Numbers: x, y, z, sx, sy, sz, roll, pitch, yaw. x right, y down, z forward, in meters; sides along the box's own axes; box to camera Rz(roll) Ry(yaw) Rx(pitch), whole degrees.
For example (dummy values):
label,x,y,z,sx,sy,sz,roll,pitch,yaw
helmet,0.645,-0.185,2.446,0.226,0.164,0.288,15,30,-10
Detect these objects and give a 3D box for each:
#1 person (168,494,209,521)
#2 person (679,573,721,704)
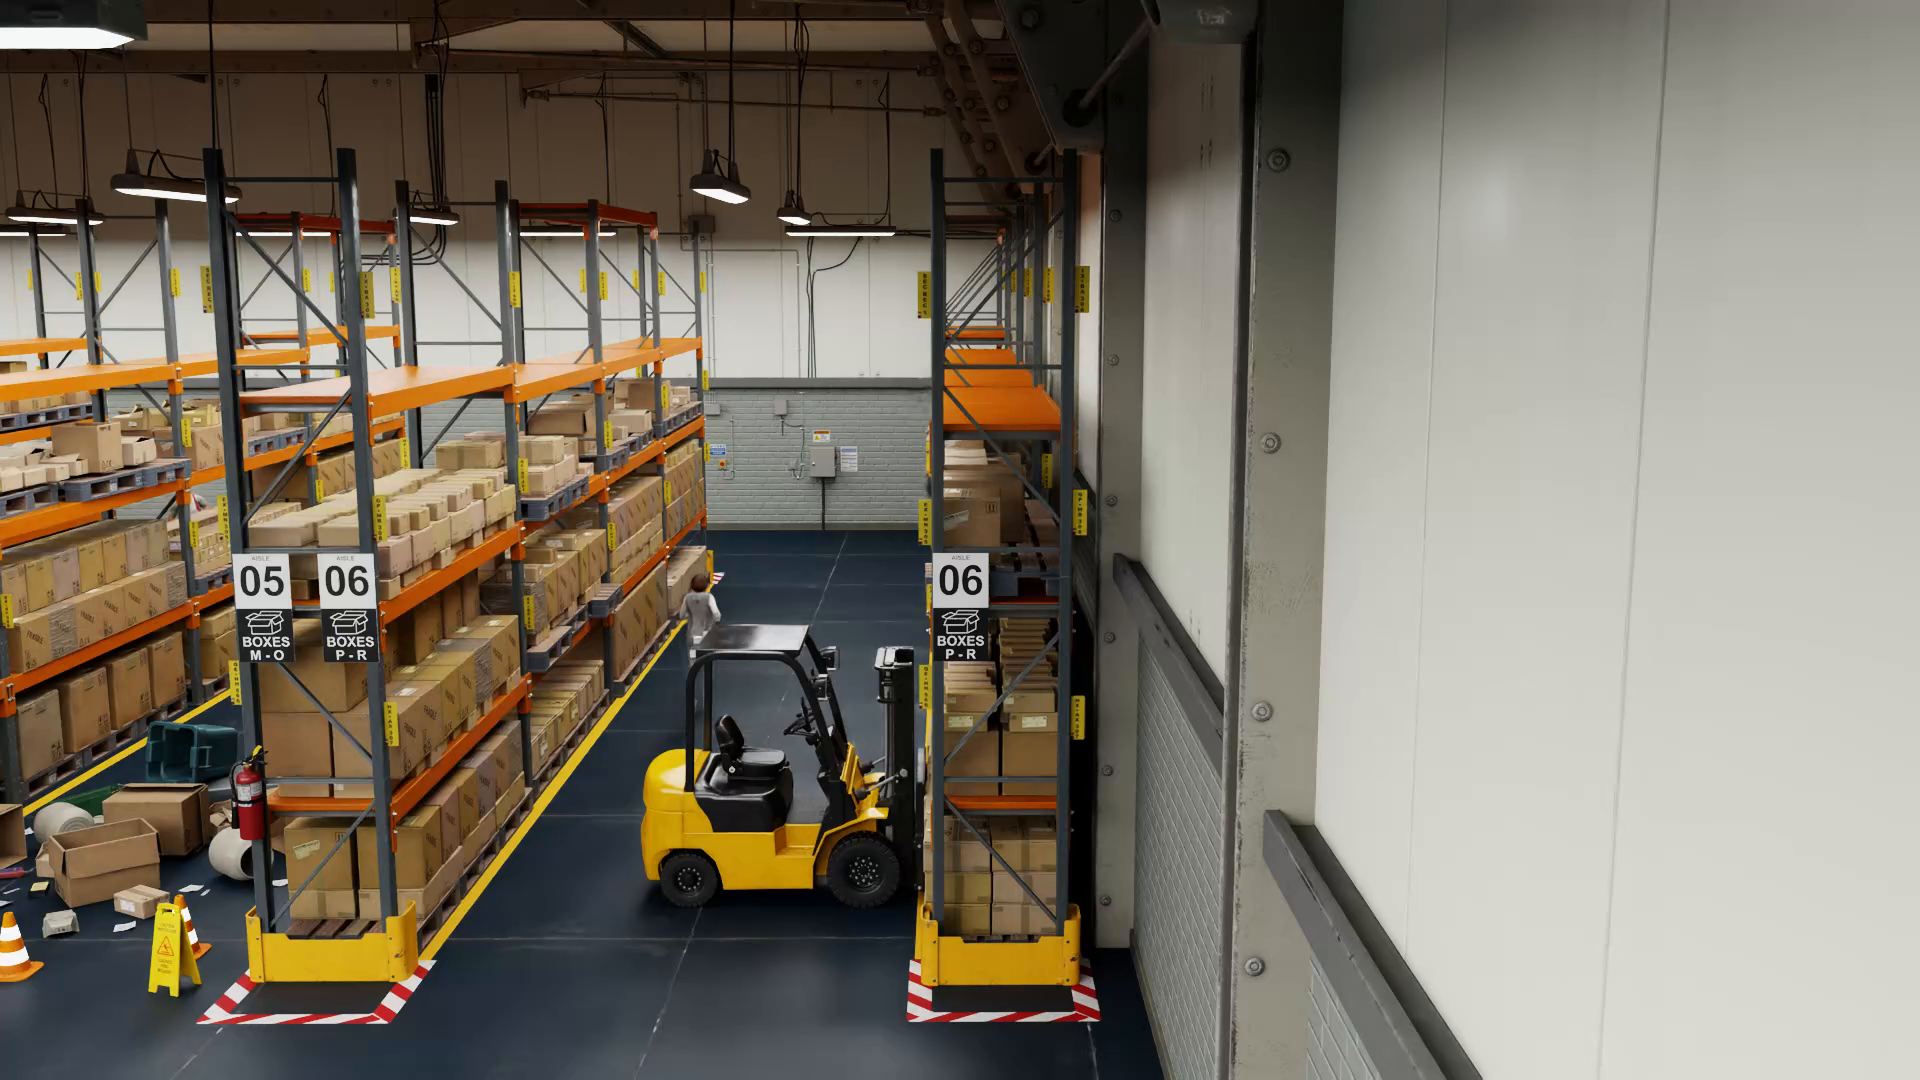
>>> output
label,x,y,z,sx,sy,sz,roll,pitch,yaw
person,-13.037,-0.183,28.236,0.717,1.689,0.602,-5,11,-30
person,-3.102,1.158,19.920,0.534,1.537,0.891,0,9,1
